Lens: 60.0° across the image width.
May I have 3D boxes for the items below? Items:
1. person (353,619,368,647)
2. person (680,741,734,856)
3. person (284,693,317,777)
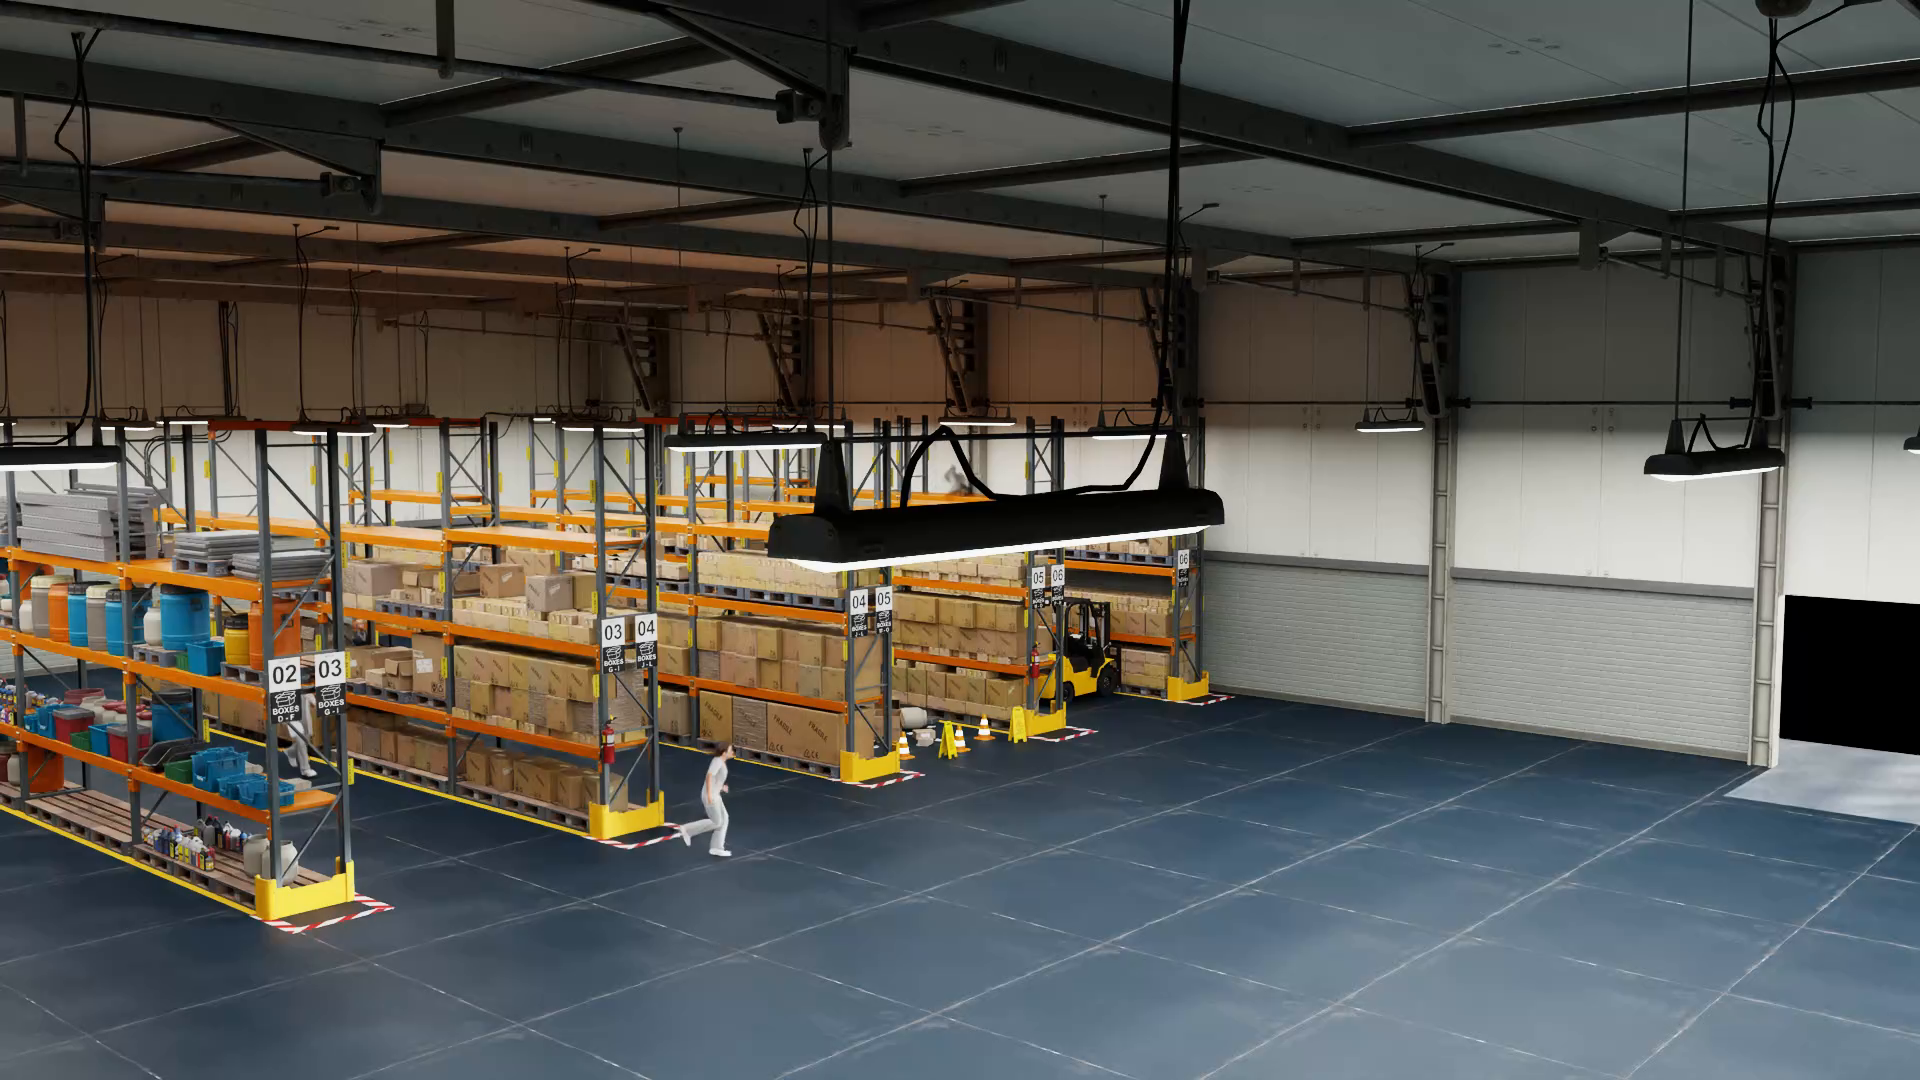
[{"bbox_3d":[-12.758,2.537,35.481,0.590,1.679,0.651,4,6,40],"label":"person"},{"bbox_3d":[-3.536,3.613,23.255,0.752,1.604,0.556,-1,5,-12],"label":"person"},{"bbox_3d":[-11.237,3.096,28.213,1.016,1.754,0.716,3,6,35],"label":"person"}]
